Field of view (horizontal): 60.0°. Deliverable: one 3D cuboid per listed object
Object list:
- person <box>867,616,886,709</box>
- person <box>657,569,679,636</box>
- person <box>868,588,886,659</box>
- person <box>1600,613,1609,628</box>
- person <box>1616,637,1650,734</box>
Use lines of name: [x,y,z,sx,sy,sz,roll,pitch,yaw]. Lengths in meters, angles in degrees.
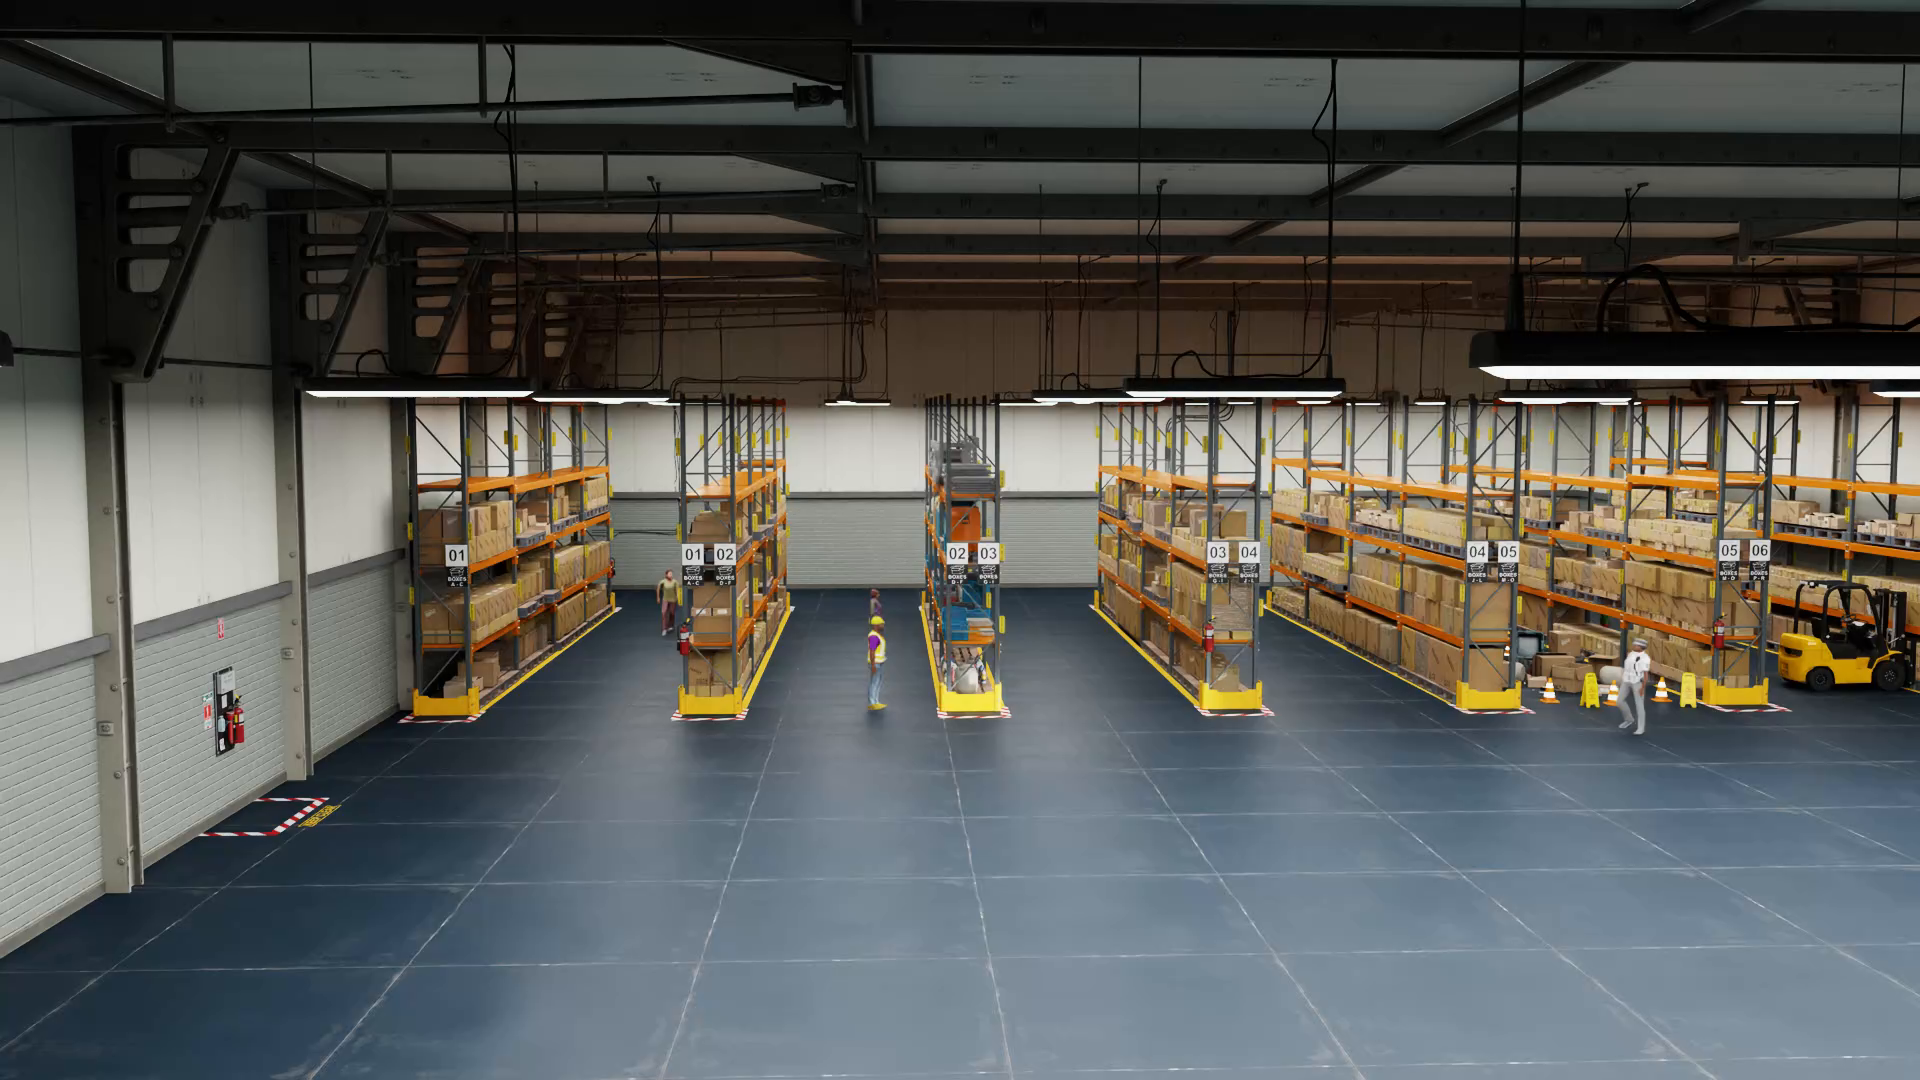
person: [-1.582,2.328,31.556,0.377,1.764,0.667,0,5,5]
person: [-7.427,1.568,42.401,0.599,1.649,0.982,0,5,-3]
person: [-1.899,1.921,38.139,0.471,1.602,0.437,1,5,9]
person: [16.124,1.540,41.702,0.517,1.797,0.597,2,5,28]
person: [11.921,2.557,29.428,0.427,1.691,0.558,-3,6,-36]
